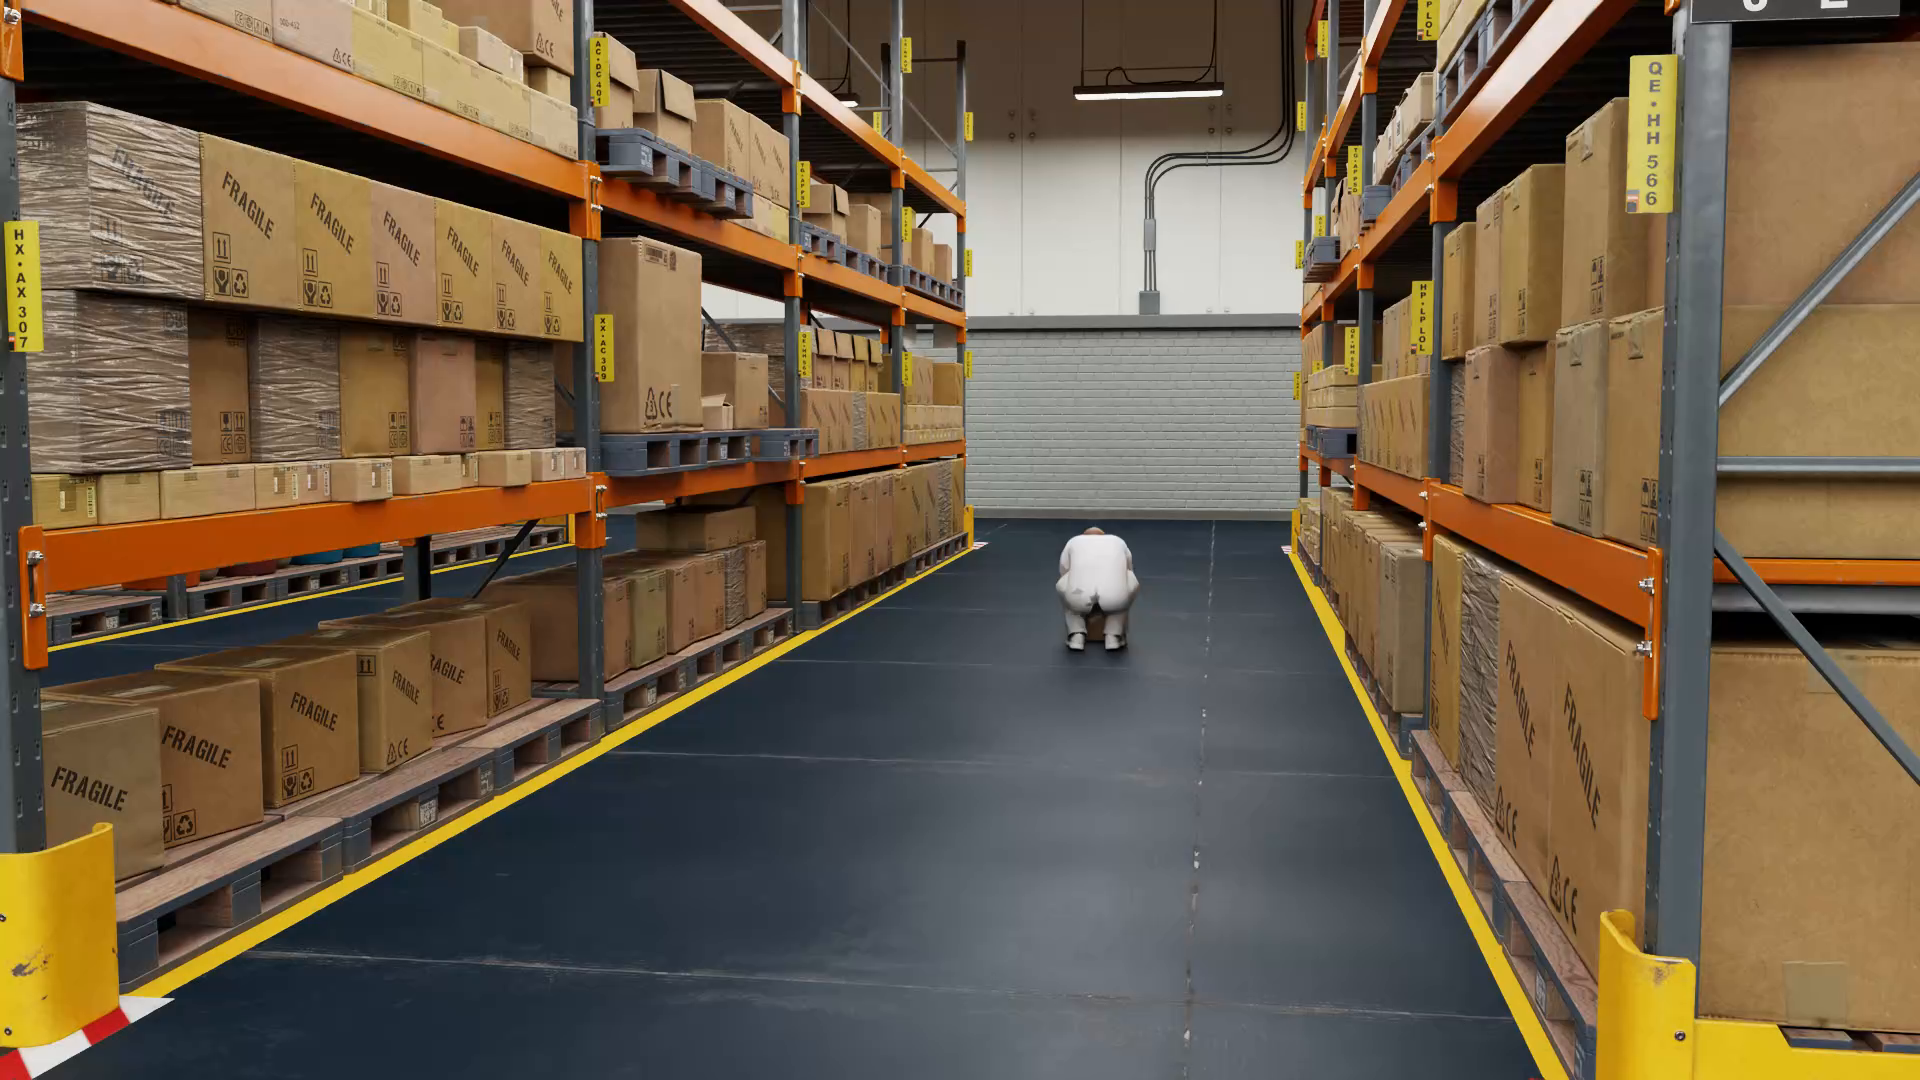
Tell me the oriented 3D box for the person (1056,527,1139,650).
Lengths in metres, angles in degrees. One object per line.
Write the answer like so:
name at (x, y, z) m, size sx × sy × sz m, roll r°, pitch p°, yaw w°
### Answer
person at (0.963, 0.377, 11.610) m, size 0.579 × 0.885 × 0.917 m, roll 1°, pitch 4°, yaw 8°
